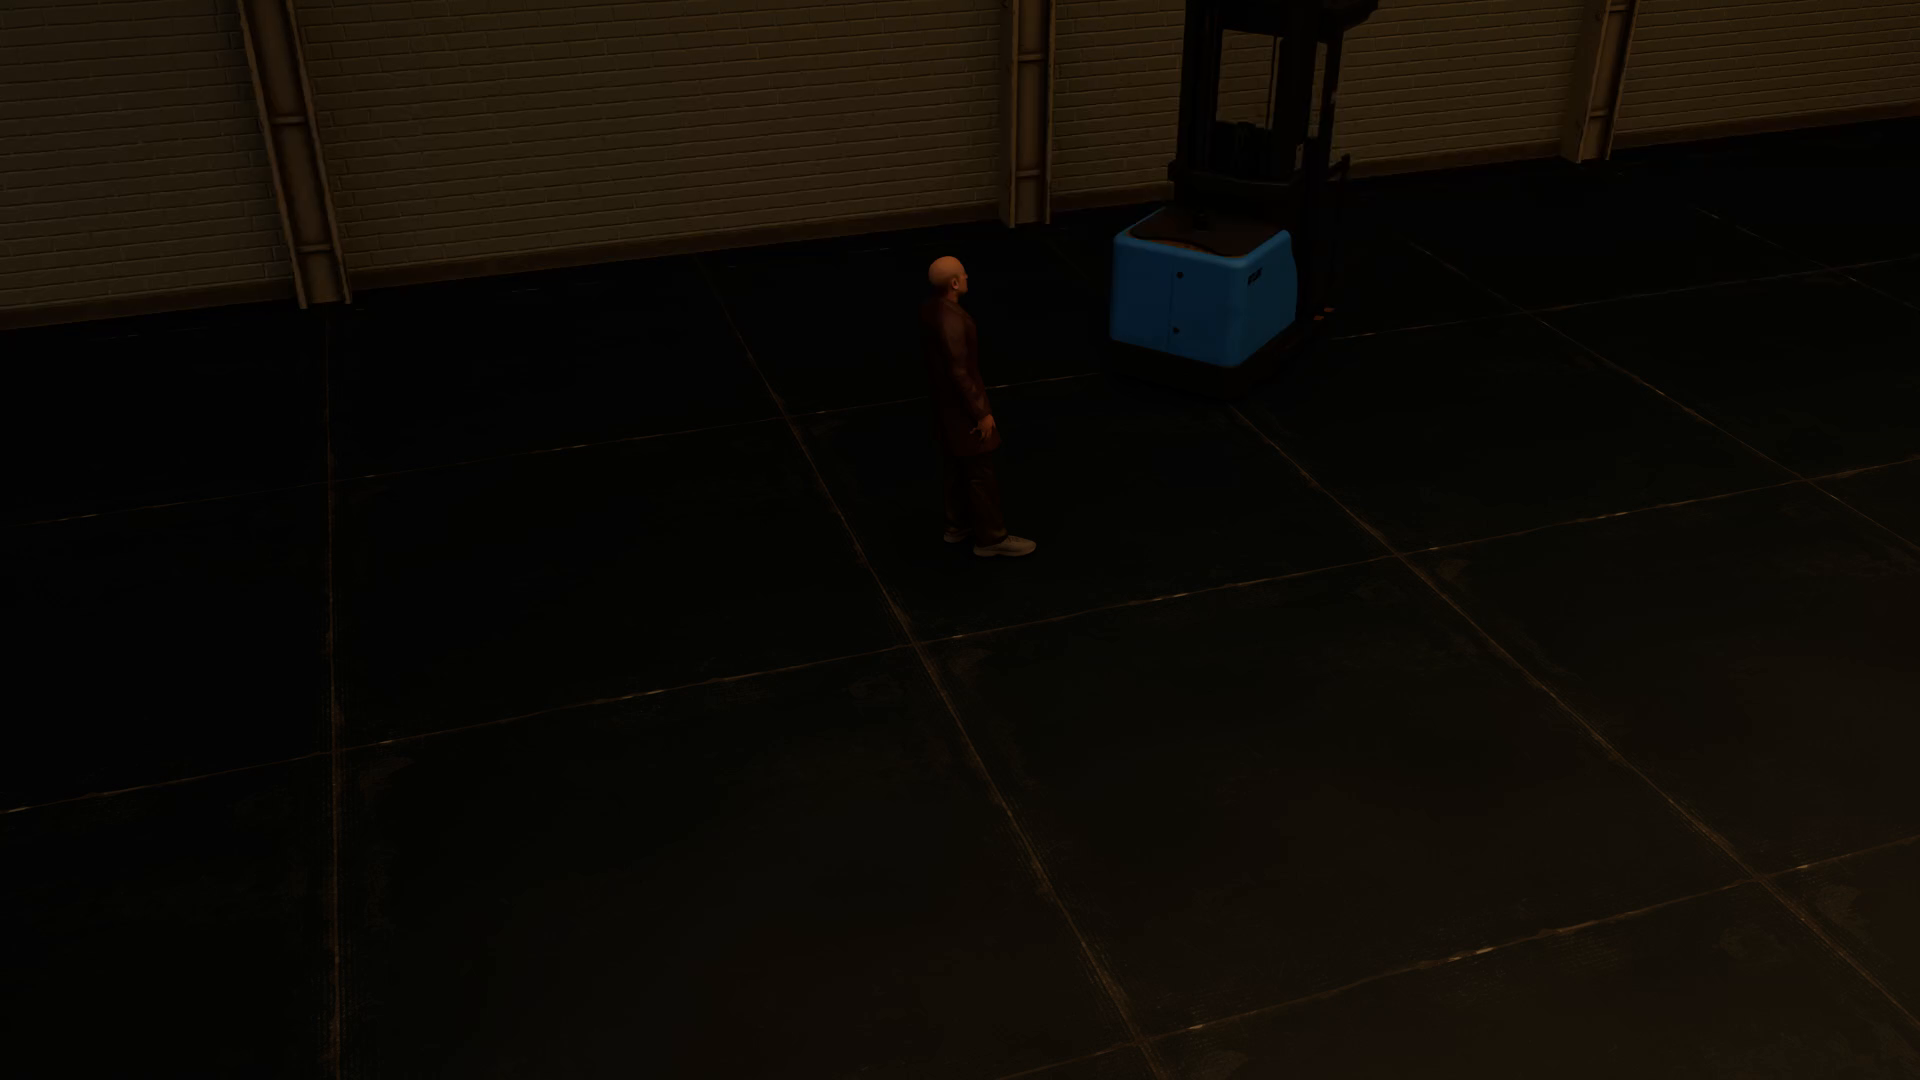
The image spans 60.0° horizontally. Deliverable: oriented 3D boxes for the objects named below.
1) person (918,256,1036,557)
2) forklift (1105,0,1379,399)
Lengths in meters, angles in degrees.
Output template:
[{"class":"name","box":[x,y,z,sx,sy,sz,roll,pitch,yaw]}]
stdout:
[{"class":"person","box":[0.088,-0.790,9.601,0.579,1.778,0.698,-10,31,-16]},{"class":"forklift","box":[2.277,-2.941,12.199,1.130,2.935,3.031,18,34,28]}]
